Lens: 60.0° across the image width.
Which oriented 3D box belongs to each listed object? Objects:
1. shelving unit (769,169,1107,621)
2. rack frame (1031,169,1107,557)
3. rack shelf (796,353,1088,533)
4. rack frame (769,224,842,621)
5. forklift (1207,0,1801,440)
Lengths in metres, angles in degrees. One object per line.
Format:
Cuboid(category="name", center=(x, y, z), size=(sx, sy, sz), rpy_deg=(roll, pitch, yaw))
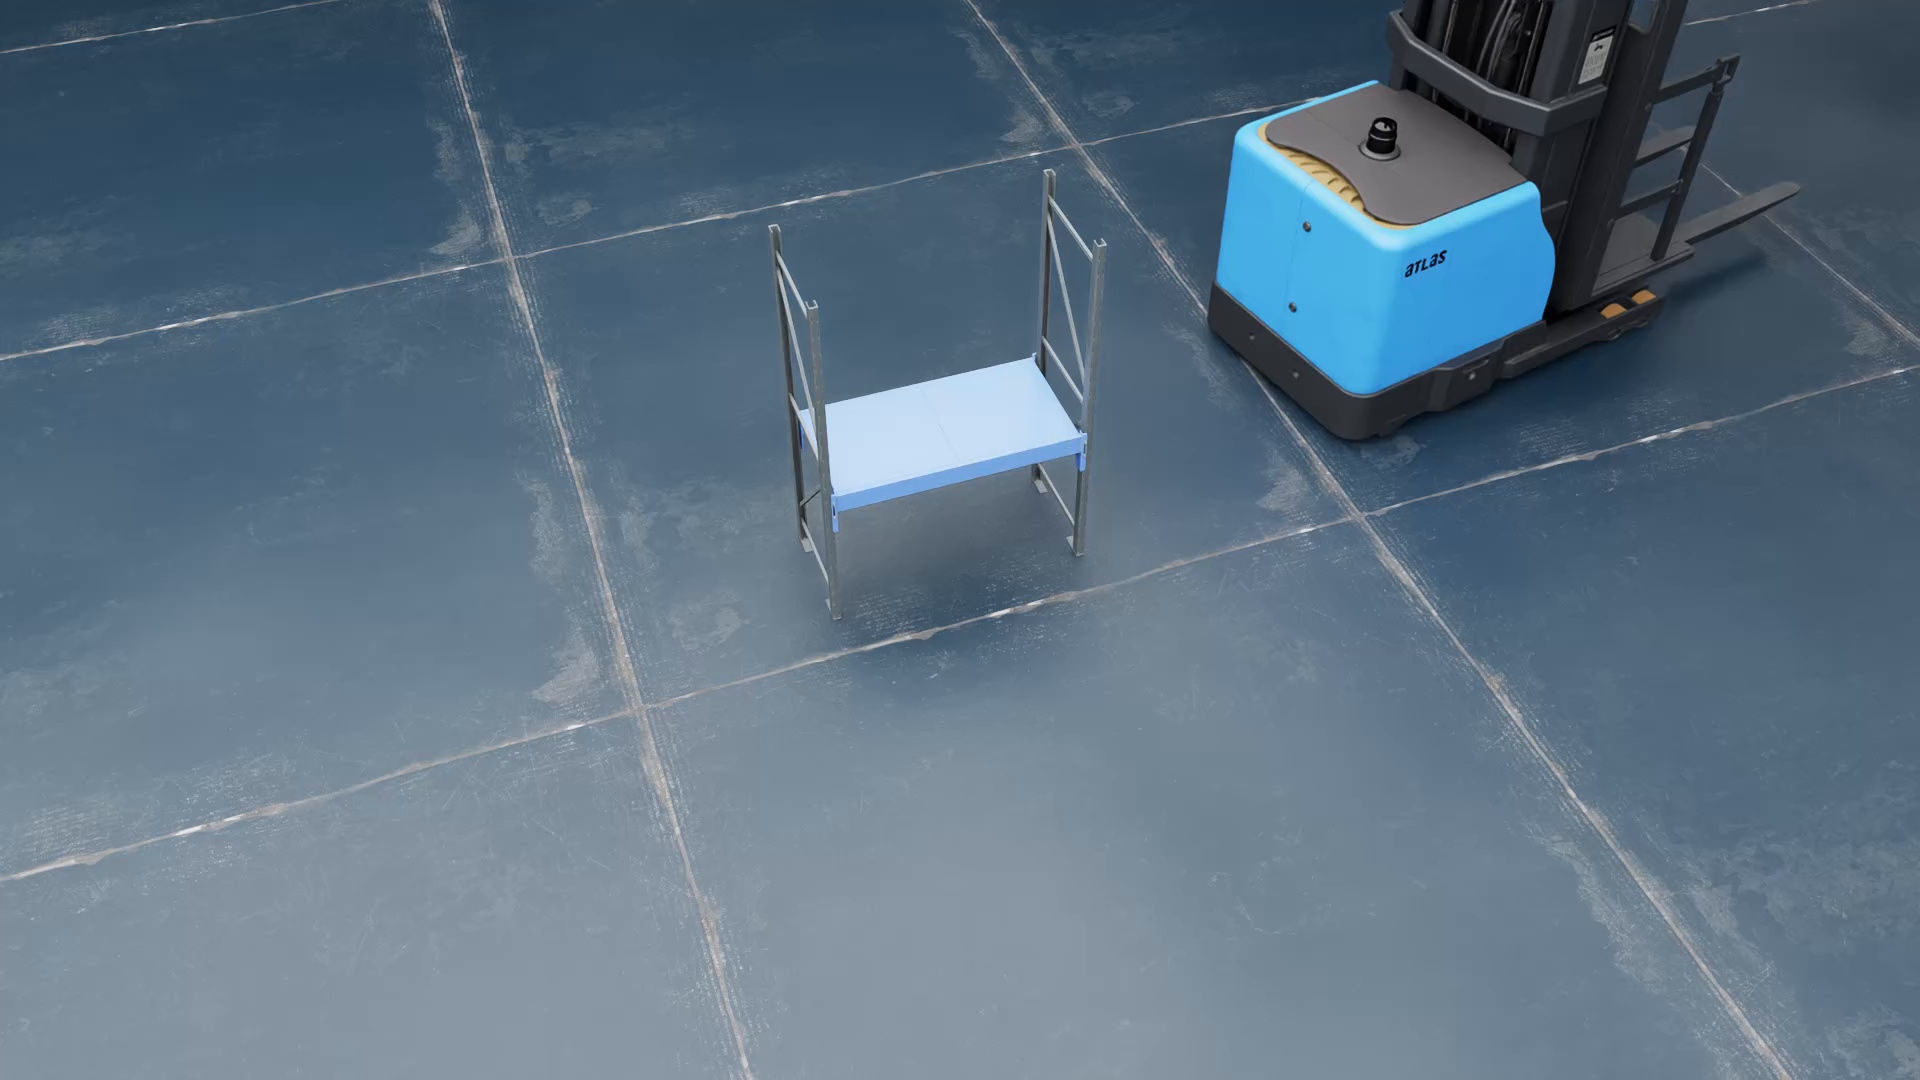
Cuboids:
Cuboid(category="shelving unit", center=(-0.080, -0.509, 6.198), size=(1.048, 1.500, 0.538), rpy_deg=(-14, 47, -14))
Cuboid(category="rack frame", center=(0.398, -0.631, 6.320), size=(0.032, 1.500, 0.500), rpy_deg=(-14, 47, -14))
Cuboid(category="rack shelf", center=(-0.080, -0.382, 6.326), size=(1.000, 0.185, 0.538), rpy_deg=(-14, 47, -14))
Cuboid(category="rack frame", center=(-0.558, -0.387, 6.076), size=(0.032, 1.500, 0.500), rpy_deg=(-14, 47, -14))
Cuboid(category="forklift", center=(2.664, -2.254, 6.927), size=(3.031, 2.935, 1.130), rpy_deg=(-23, 50, -21))
